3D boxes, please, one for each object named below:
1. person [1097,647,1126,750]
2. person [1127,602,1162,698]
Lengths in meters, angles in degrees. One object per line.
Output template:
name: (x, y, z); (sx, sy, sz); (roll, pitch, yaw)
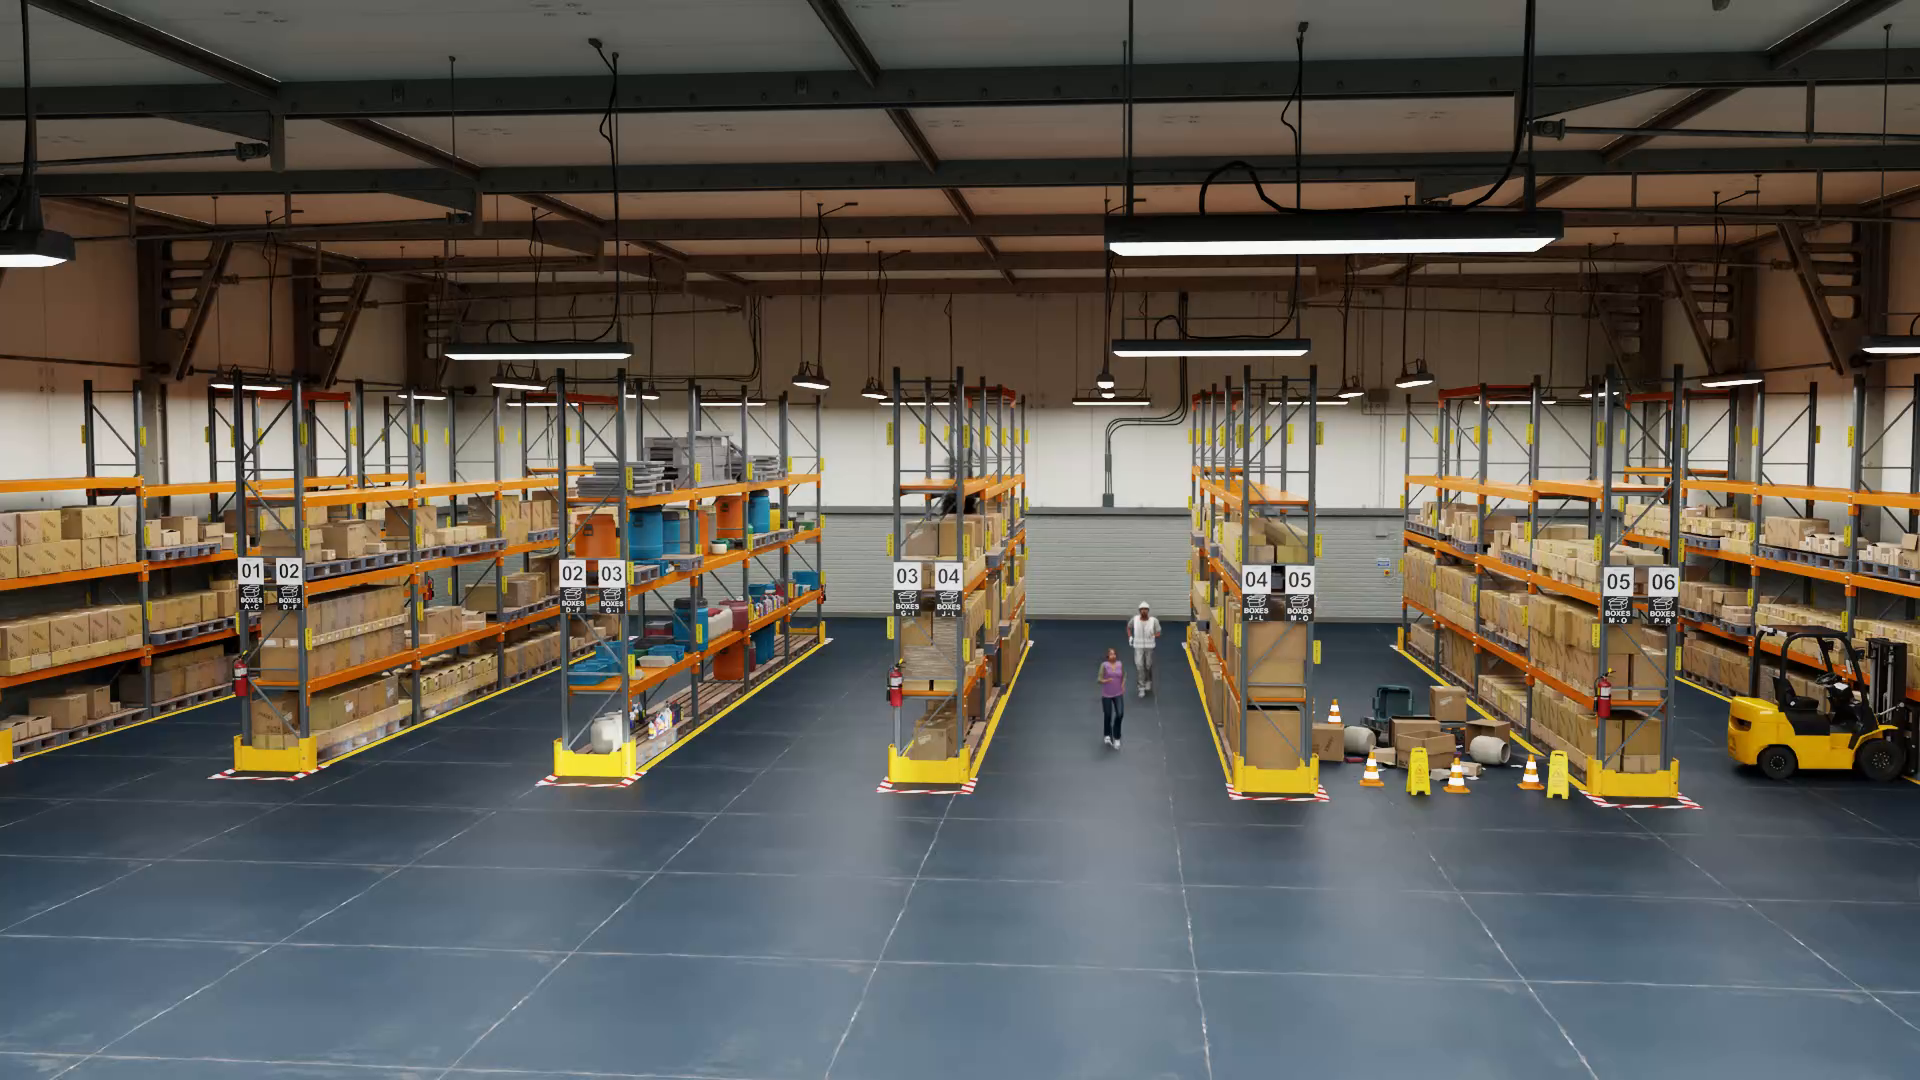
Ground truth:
person: (2.452, 2.543, 26.727); (0.514, 1.639, 0.666); (0, 4, -5)
person: (3.562, 2.099, 32.168); (0.677, 1.793, 0.862); (0, 4, 6)
